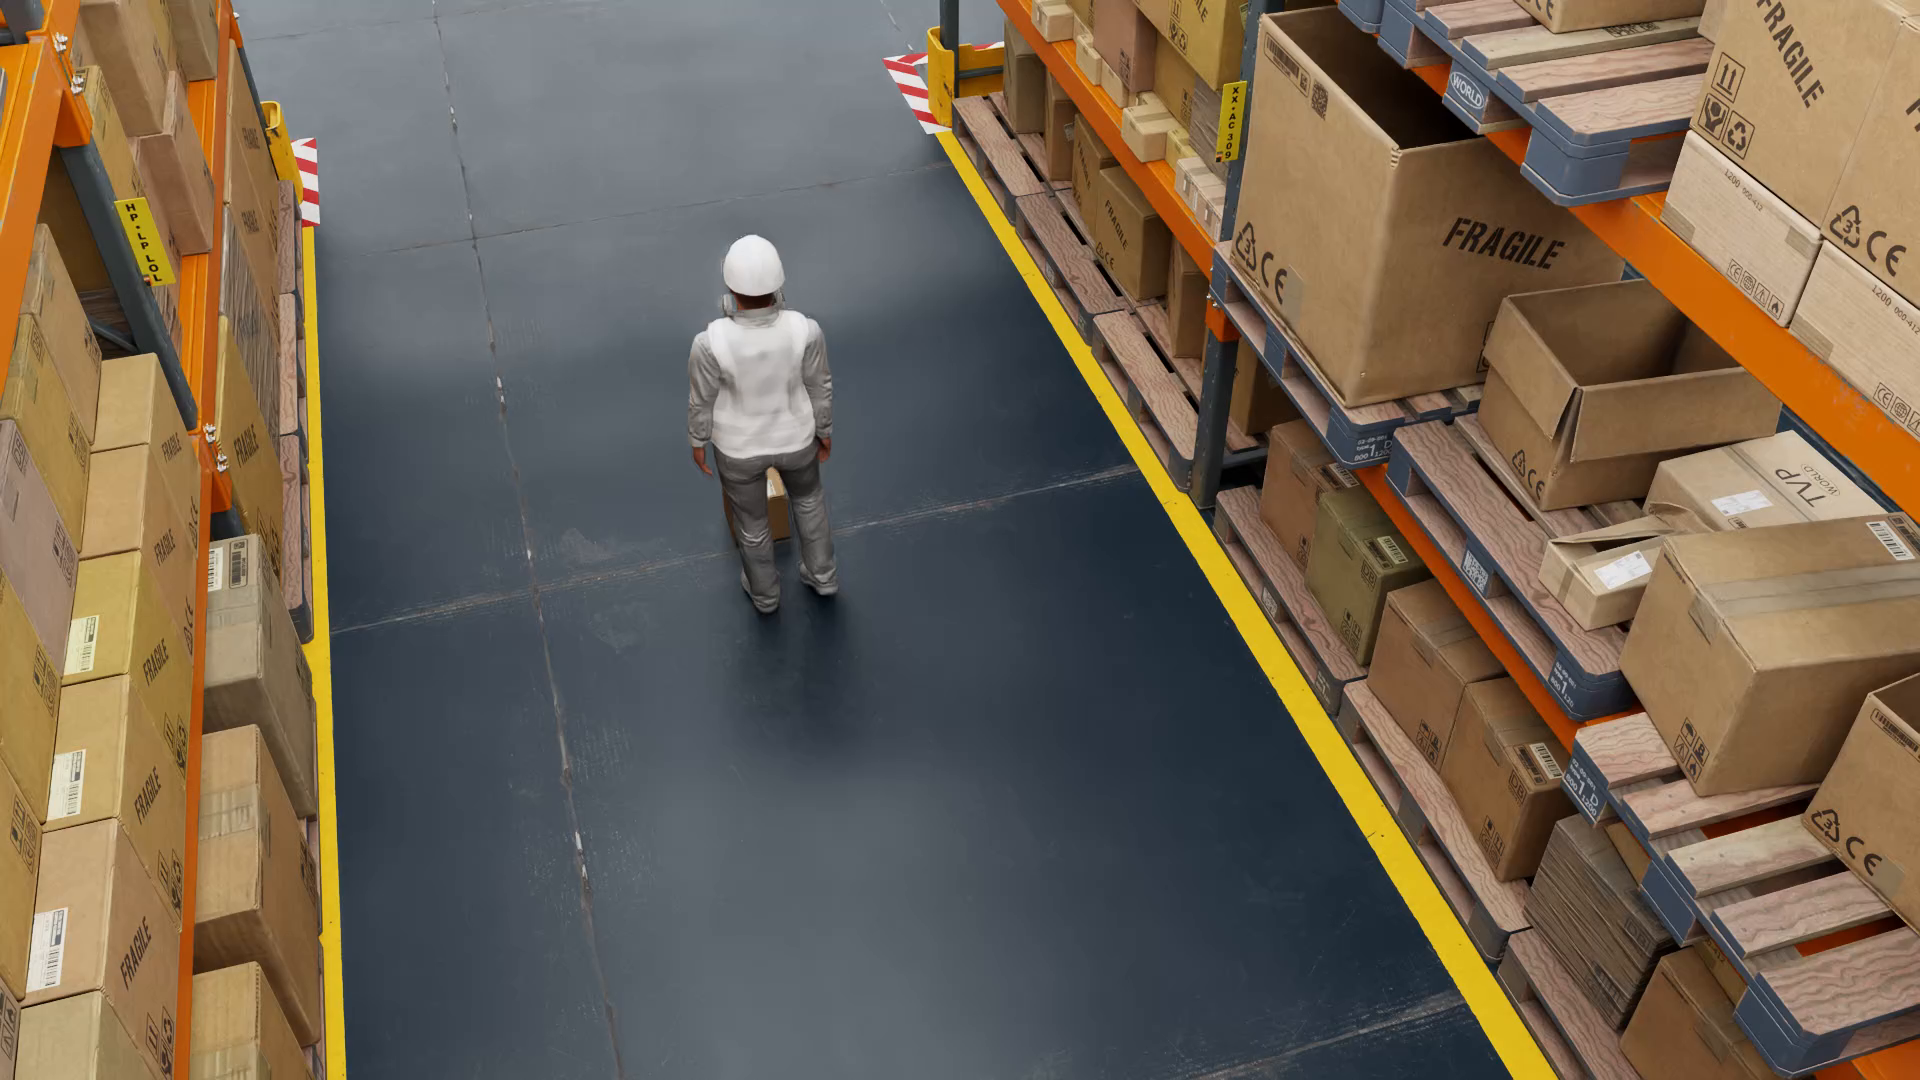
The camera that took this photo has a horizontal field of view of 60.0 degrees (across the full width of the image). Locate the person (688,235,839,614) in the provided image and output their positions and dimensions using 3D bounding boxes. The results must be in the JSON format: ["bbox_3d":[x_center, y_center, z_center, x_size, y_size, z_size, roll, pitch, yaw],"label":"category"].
[{"bbox_3d":[-0.790,-0.415,6.609,0.575,1.800,0.372,-11,43,-12],"label":"person"}]
